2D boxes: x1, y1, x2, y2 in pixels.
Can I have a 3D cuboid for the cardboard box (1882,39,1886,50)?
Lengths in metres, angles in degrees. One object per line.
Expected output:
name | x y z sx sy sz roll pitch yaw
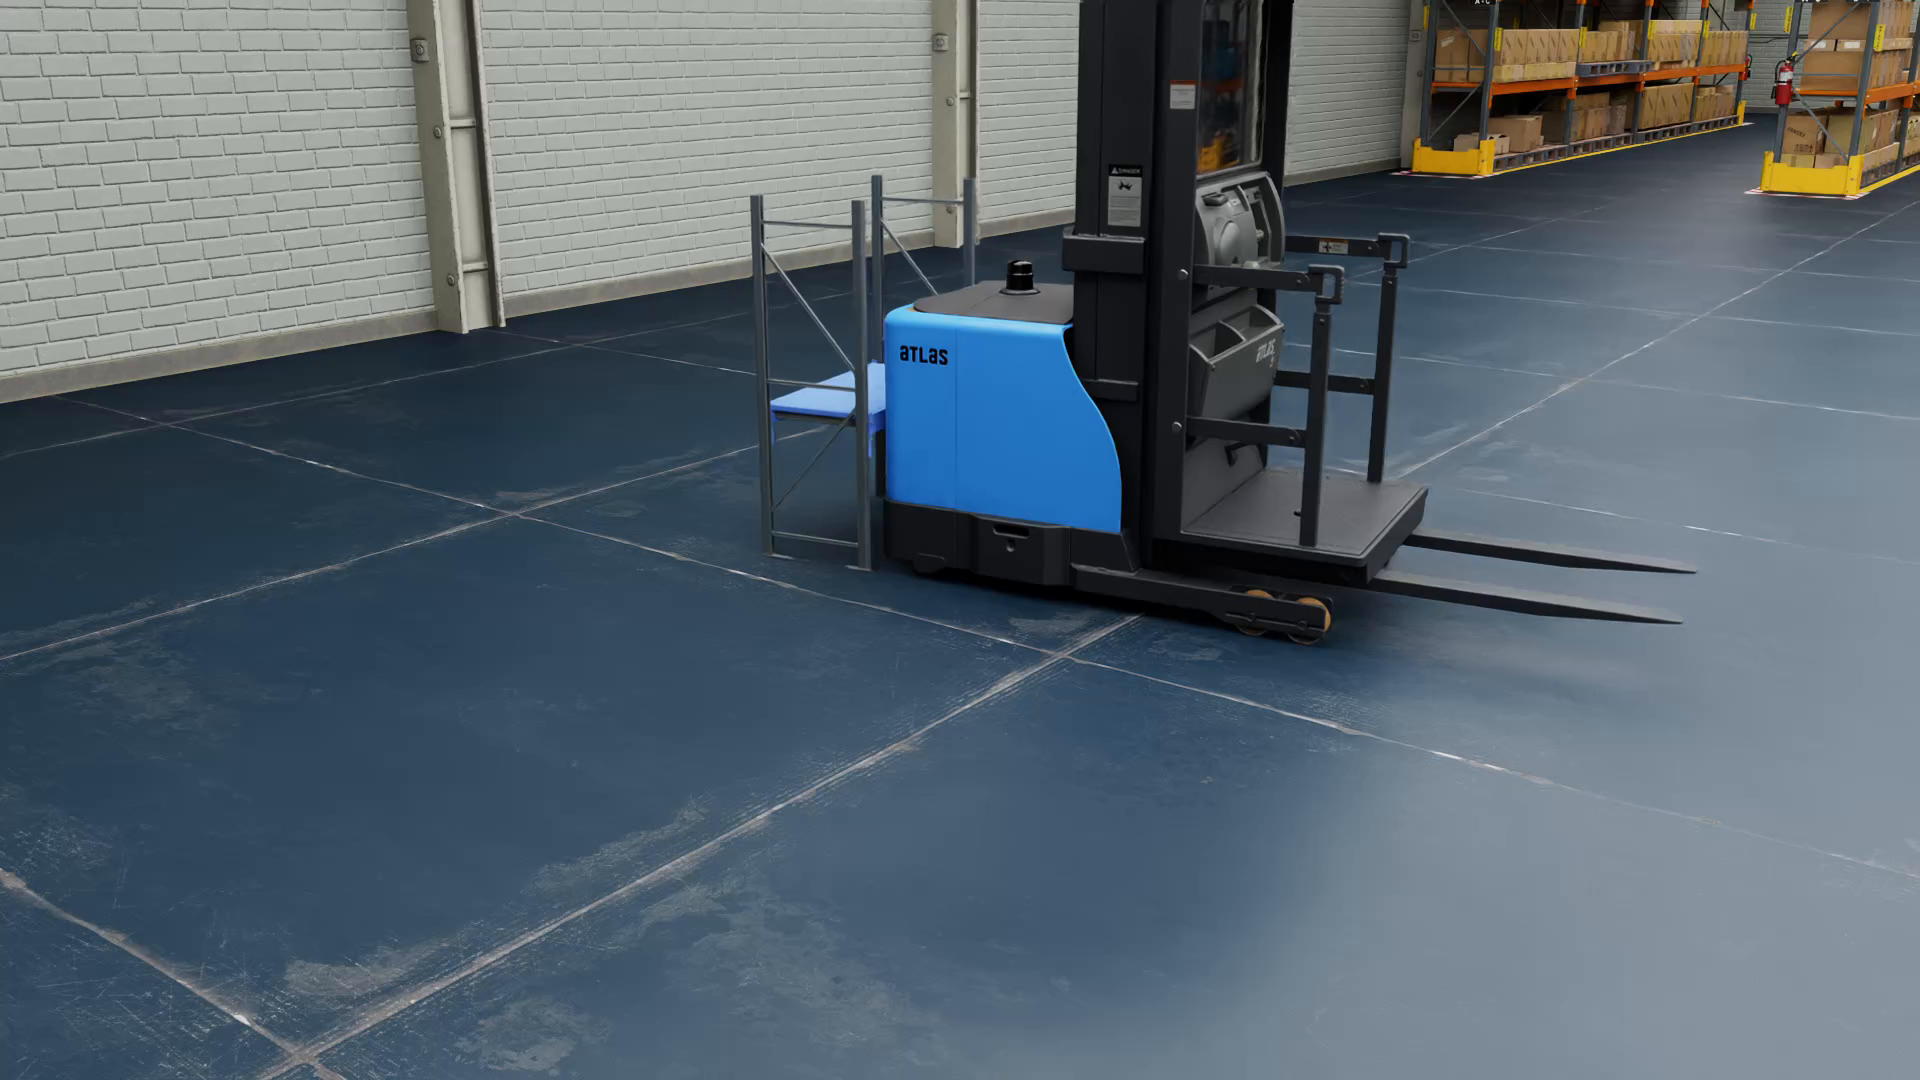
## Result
cardboard box | 12.388 -6.757 22.681 0.380 0.149 0.250 12 21 33

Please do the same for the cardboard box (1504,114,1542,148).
cardboard box | 9.184 -6.687 27.192 0.500 0.500 0.500 11 20 31

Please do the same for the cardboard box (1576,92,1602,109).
cardboard box | 11.074 -7.823 29.587 0.500 0.250 0.500 12 21 34

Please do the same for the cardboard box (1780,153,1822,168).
cardboard box | 11.450 -5.165 22.746 0.500 0.250 0.500 12 21 35

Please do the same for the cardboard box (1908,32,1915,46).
cardboard box | 16.419 -8.421 28.427 0.700 0.500 0.500 5 18 16

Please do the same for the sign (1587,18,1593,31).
sign | 11.706 -9.528 30.915 0.100 0.325 0.005 12 21 35

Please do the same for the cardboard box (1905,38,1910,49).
cardboard box | 13.612 -7.247 24.259 0.380 0.149 0.250 12 21 34

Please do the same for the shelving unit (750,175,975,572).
shelving unit | -0.382 -0.756 7.148 0.538 1.500 1.048 8 19 24

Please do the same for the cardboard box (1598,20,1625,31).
cardboard box | 12.215 -9.589 31.095 0.500 0.250 0.500 13 22 36

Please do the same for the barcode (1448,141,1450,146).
barcode | 7.561 -6.126 25.690 0.001 0.075 0.075 12 21 35

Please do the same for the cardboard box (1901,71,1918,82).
cardboard box | 14.443 -7.105 25.490 0.380 0.149 0.250 12 21 35

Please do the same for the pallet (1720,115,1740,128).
pallet | 16.507 -9.247 36.665 1.003 0.211 1.213 12 21 35

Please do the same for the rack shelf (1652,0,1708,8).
rack shelf | 13.345 -10.443 31.969 1.077 0.370 4.000 12 21 35

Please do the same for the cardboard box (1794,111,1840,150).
cardboard box | 12.032 -5.764 23.412 0.500 0.500 0.500 12 21 35

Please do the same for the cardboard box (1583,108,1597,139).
cardboard box | 10.799 -7.366 29.378 0.700 0.500 0.500 13 21 35

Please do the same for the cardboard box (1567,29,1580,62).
cardboard box | 9.737 -8.054 27.075 0.500 0.500 0.500 12 21 35

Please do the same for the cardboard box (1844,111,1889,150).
cardboard box | 12.761 -5.788 23.489 0.500 0.500 0.500 12 21 35

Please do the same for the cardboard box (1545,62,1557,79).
cardboard box | 9.140 -7.457 26.417 0.500 0.250 0.500 12 21 34

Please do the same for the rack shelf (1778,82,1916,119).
rack shelf | 12.559 -6.230 23.462 1.077 0.370 4.000 12 21 35

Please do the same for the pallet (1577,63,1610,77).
pallet | 10.342 -7.990 28.237 1.003 0.211 1.213 12 21 35

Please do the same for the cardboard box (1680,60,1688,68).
cardboard box | 14.131 -9.398 32.839 0.380 0.149 0.250 12 21 35

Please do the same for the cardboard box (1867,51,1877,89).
cardboard box | 11.965 -6.380 22.563 0.700 0.500 0.500 13 22 36

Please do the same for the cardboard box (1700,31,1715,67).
cardboard box | 14.873 -10.100 34.203 0.980 0.700 0.700 13 21 36

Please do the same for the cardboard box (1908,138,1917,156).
cardboard box | 14.496 -6.112 25.794 0.500 0.250 0.500 13 22 36

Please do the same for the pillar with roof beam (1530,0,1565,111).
pillar with roof beam | 14.142 -10.825 26.929 9.100 9.000 0.400 12 21 35

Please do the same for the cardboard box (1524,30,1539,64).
cardboard box | 8.528 -7.567 25.507 0.500 0.500 0.500 12 21 33

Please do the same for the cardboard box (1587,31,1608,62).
cardboard box | 10.807 -8.592 28.943 0.700 0.500 0.500 16 24 42

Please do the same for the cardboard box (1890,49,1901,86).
cardboard box | 13.182 -6.864 24.122 0.700 0.500 0.500 12 21 34

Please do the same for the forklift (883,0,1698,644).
forklift | 1.236 -1.201 6.170 3.031 2.935 1.130 9 19 26

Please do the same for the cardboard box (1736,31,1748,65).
cardboard box | 16.624 -10.803 36.468 0.980 0.700 0.700 14 22 37

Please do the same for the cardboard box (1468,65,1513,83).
cardboard box | 7.932 -6.970 24.850 0.500 0.250 0.500 12 21 33

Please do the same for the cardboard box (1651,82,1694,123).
cardboard box | 14.254 -8.826 33.525 0.750 0.750 0.750 13 21 35

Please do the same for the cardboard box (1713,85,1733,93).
cardboard box | 16.653 -9.852 36.325 0.380 0.149 0.250 12 21 34

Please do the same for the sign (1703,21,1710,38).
sign | 14.978 -10.252 33.380 0.100 0.325 0.005 12 21 35

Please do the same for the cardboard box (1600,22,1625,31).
cardboard box | 11.792 -9.278 30.060 0.380 0.149 0.250 9 19 26

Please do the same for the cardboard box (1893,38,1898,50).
cardboard box | 13.003 -7.003 23.475 0.380 0.149 0.250 13 22 36

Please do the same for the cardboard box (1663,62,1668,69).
cardboard box | 13.441 -9.172 32.111 0.380 0.149 0.250 13 21 35

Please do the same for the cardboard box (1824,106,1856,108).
cardboard box | 13.223 -6.241 24.946 0.500 0.500 0.500 12 21 35

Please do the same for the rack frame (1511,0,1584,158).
rack frame | 9.770 -7.925 27.705 1.000 3.000 0.127 12 21 35

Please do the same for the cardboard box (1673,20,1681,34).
cardboard box | 13.545 -9.868 31.995 0.500 0.250 0.500 12 21 34

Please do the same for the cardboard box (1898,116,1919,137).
cardboard box | 14.807 -6.502 26.105 0.500 0.311 0.500 12 21 33

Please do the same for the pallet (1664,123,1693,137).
pallet | 14.138 -8.301 33.620 1.003 0.211 1.213 12 21 35

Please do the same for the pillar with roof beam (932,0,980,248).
pillar with roof beam | 3.416 -6.538 13.123 9.100 9.000 0.400 12 21 35

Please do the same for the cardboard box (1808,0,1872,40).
cardboard box | 11.687 -6.886 22.006 0.700 0.500 0.500 13 21 35

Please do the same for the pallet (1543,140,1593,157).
pallet | 10.233 -6.779 28.717 1.003 0.211 1.213 12 21 35

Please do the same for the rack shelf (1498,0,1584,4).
rack shelf | 8.578 -8.537 25.833 1.077 0.370 4.000 12 21 35

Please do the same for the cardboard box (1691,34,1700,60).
cardboard box | 14.464 -9.875 33.282 0.500 0.500 0.500 12 21 34

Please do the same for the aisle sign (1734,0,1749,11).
aisle sign | 17.204 -11.989 36.408 0.394 0.787 0.004 12 21 35

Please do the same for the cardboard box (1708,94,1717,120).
cardboard box | 15.674 -9.238 35.440 0.700 0.500 0.500 13 21 36

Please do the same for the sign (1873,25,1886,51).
sign | 11.809 -6.449 21.361 0.100 0.325 0.005 12 21 35

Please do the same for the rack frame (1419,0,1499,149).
rack frame | 7.387 -6.972 24.637 1.000 3.000 0.127 12 21 35

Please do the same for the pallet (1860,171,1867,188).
pallet | 11.789 -4.956 22.845 1.003 0.211 1.213 12 21 35

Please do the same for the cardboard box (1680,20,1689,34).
cardboard box | 13.848 -9.990 32.386 0.500 0.250 0.500 13 21 36

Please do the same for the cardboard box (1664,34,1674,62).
cardboard box | 13.264 -9.388 31.714 0.500 0.500 0.500 12 21 34

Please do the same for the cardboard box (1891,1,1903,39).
cardboard box | 12.892 -7.371 23.566 0.700 0.500 0.500 12 21 35

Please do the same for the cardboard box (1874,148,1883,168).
cardboard box | 12.761 -5.430 23.601 0.500 0.250 0.500 12 21 35
